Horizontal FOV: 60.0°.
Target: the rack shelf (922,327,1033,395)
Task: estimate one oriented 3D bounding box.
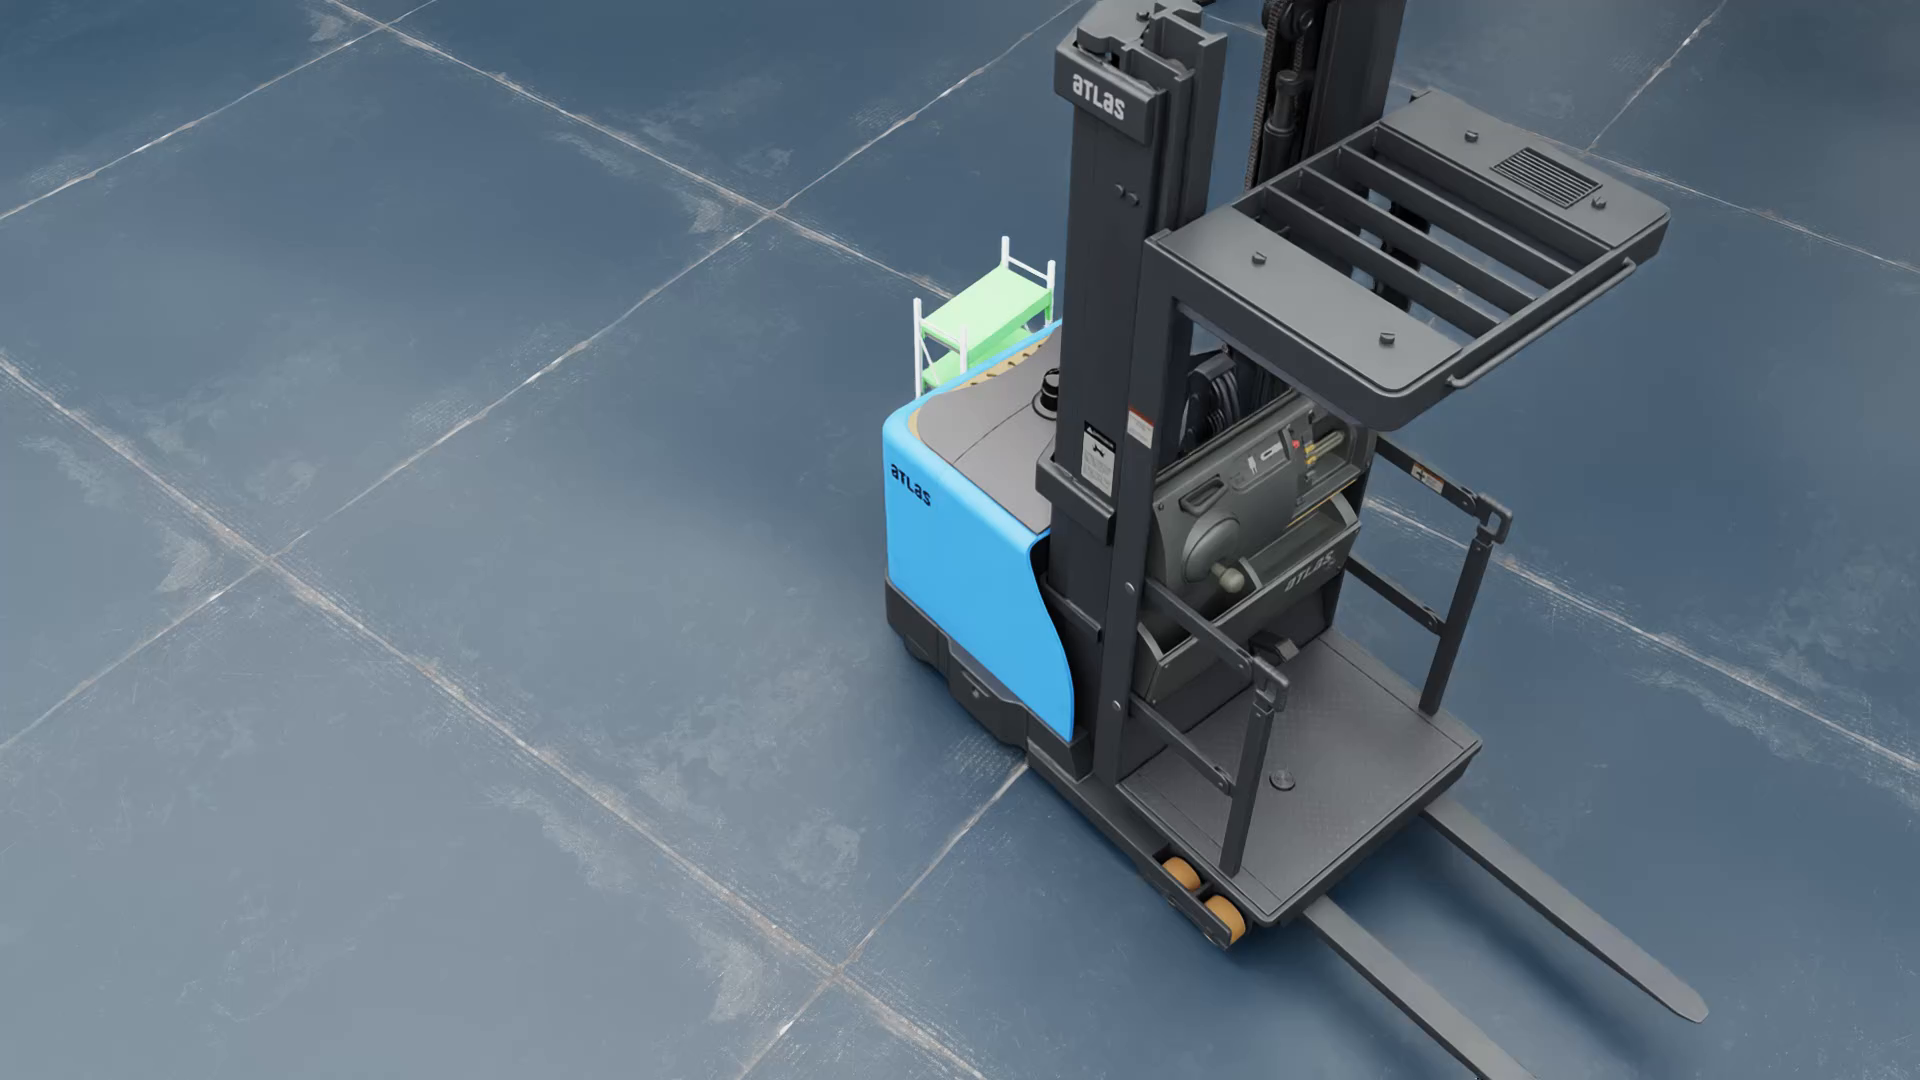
[{"bbox_3d":[0.091,-0.640,6.288,0.258,0.148,0.480,32,54,27],"label":"rack shelf"}]

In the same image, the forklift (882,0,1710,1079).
[{"bbox_3d":[1.054,-0.097,4.816,1.130,2.935,3.031,-32,54,-27],"label":"forklift"}]

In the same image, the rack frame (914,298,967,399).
[{"bbox_3d":[-0.069,-0.386,6.289,0.240,1.200,0.015,32,54,27],"label":"rack frame"}]

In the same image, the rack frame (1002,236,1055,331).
[{"bbox_3d":[0.252,-0.652,6.543,0.240,1.200,0.015,32,54,27],"label":"rack frame"}]

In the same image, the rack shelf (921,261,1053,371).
[{"bbox_3d":[0.091,-0.806,6.115,0.258,0.148,0.480,32,54,27],"label":"rack shelf"}]

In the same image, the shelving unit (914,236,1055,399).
[{"bbox_3d":[0.091,-0.519,6.416,0.258,1.200,0.503,32,54,27],"label":"shelving unit"}]
